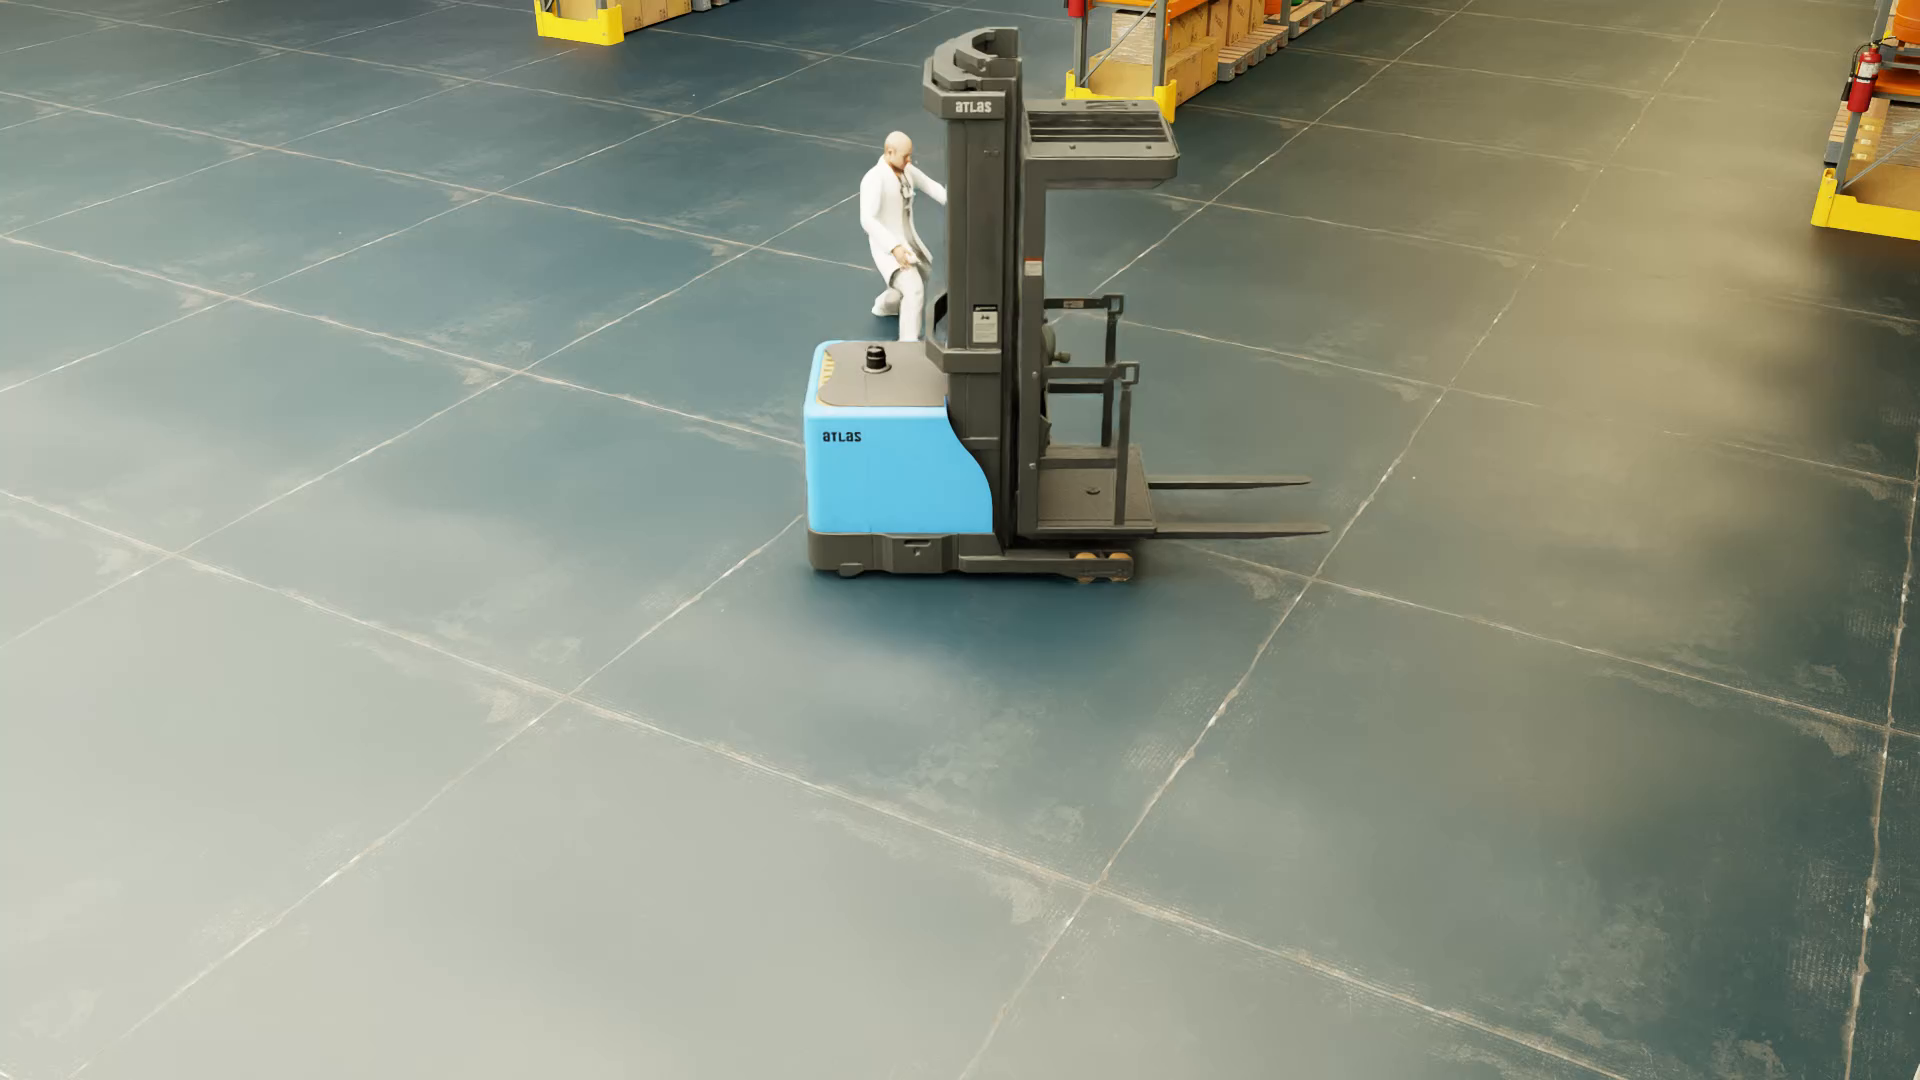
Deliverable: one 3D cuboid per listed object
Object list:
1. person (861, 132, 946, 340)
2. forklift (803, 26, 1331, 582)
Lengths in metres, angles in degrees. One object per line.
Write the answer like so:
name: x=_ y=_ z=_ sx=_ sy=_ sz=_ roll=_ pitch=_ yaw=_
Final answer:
person: x=-0.363 y=-2.200 z=12.276 sx=0.994 sy=1.628 sz=1.045 roll=15 pitch=33 yaw=24
forklift: x=0.637 y=-1.296 z=9.315 sx=3.031 sy=2.935 sz=1.130 roll=0 pitch=30 yaw=0
